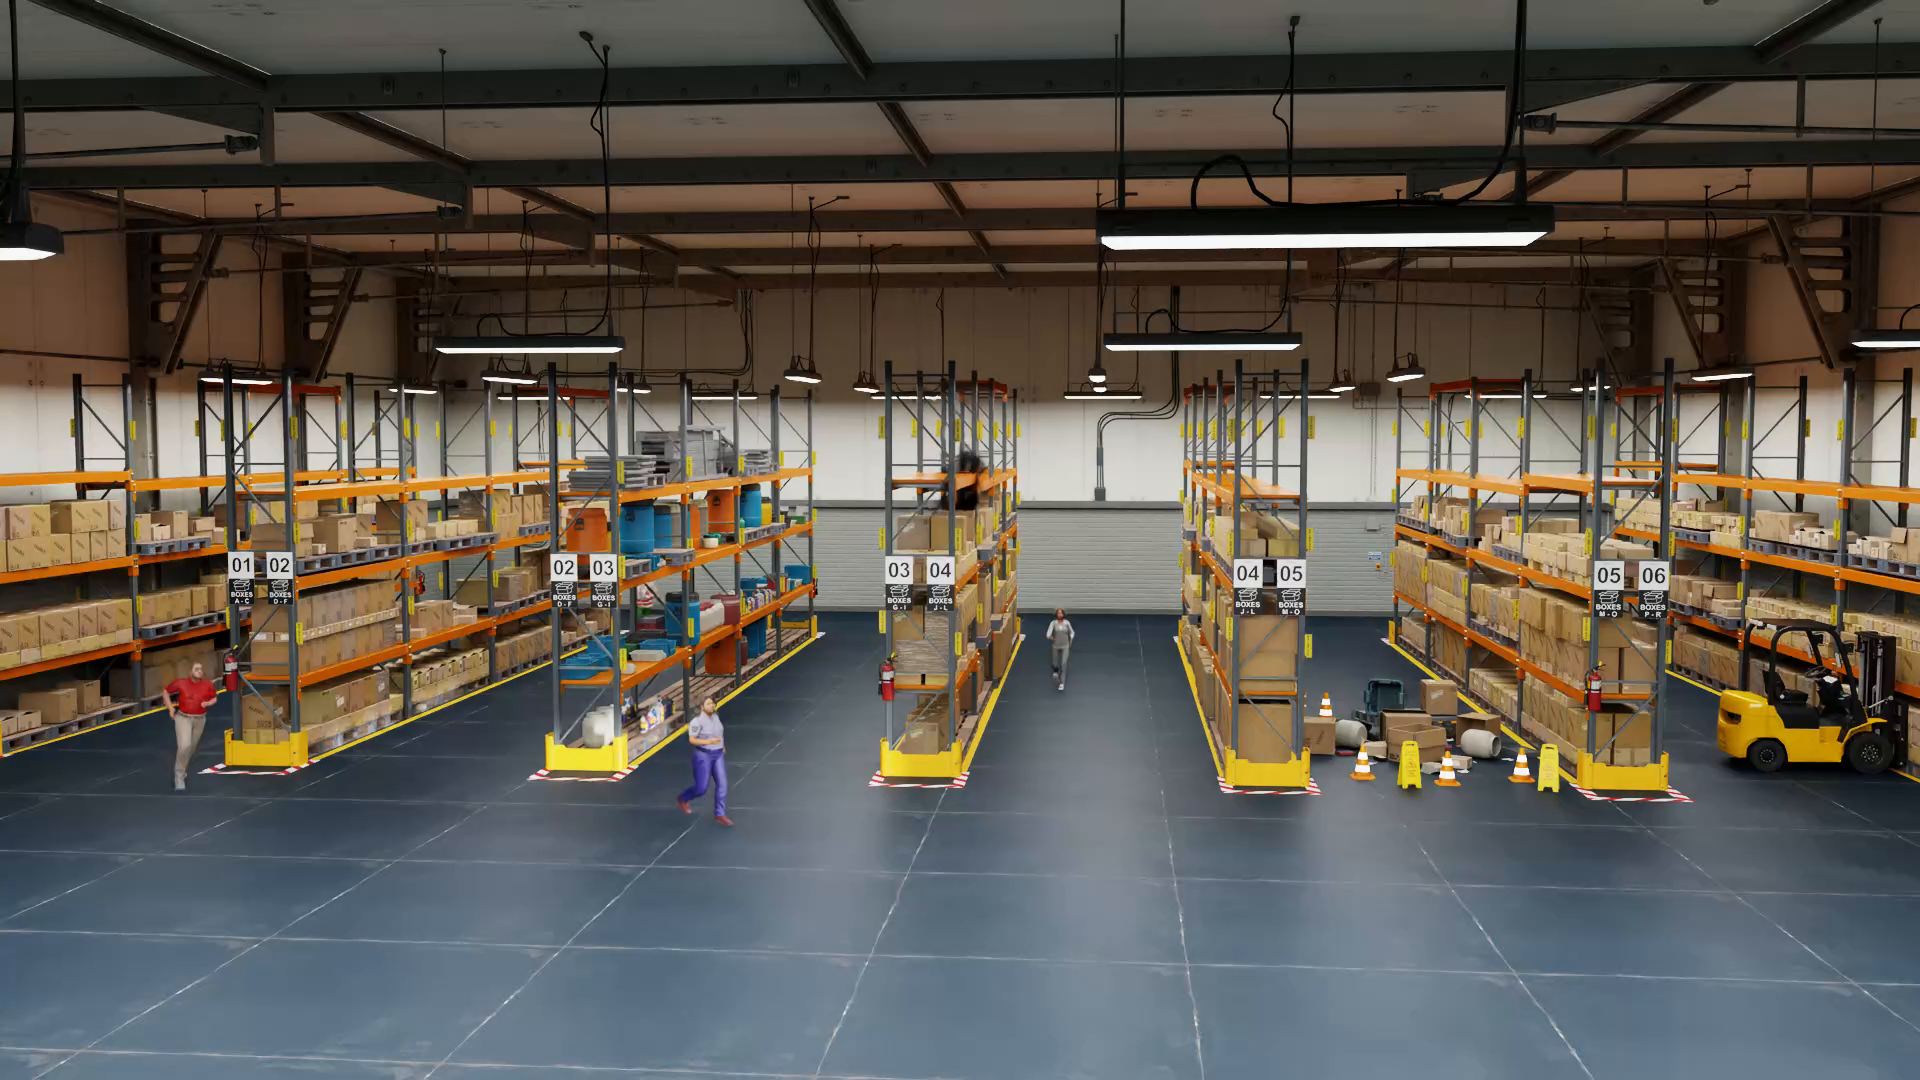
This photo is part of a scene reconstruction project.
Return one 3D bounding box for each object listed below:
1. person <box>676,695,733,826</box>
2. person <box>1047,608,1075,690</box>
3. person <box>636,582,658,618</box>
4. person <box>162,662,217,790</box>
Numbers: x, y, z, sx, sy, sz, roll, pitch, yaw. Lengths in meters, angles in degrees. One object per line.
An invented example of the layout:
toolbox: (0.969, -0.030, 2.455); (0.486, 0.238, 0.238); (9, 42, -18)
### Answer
person: (-3.235, 2.794, 21.257); (0.872, 1.632, 0.618); (3, 5, 39)
person: (1.955, 2.099, 32.290); (0.552, 1.561, 0.732); (0, 4, 2)
person: (-7.274, 1.579, 38.405); (0.645, 1.835, 0.803); (0, 4, 2)
person: (-10.933, 2.622, 23.649); (0.791, 1.783, 0.696); (4, 5, 44)
